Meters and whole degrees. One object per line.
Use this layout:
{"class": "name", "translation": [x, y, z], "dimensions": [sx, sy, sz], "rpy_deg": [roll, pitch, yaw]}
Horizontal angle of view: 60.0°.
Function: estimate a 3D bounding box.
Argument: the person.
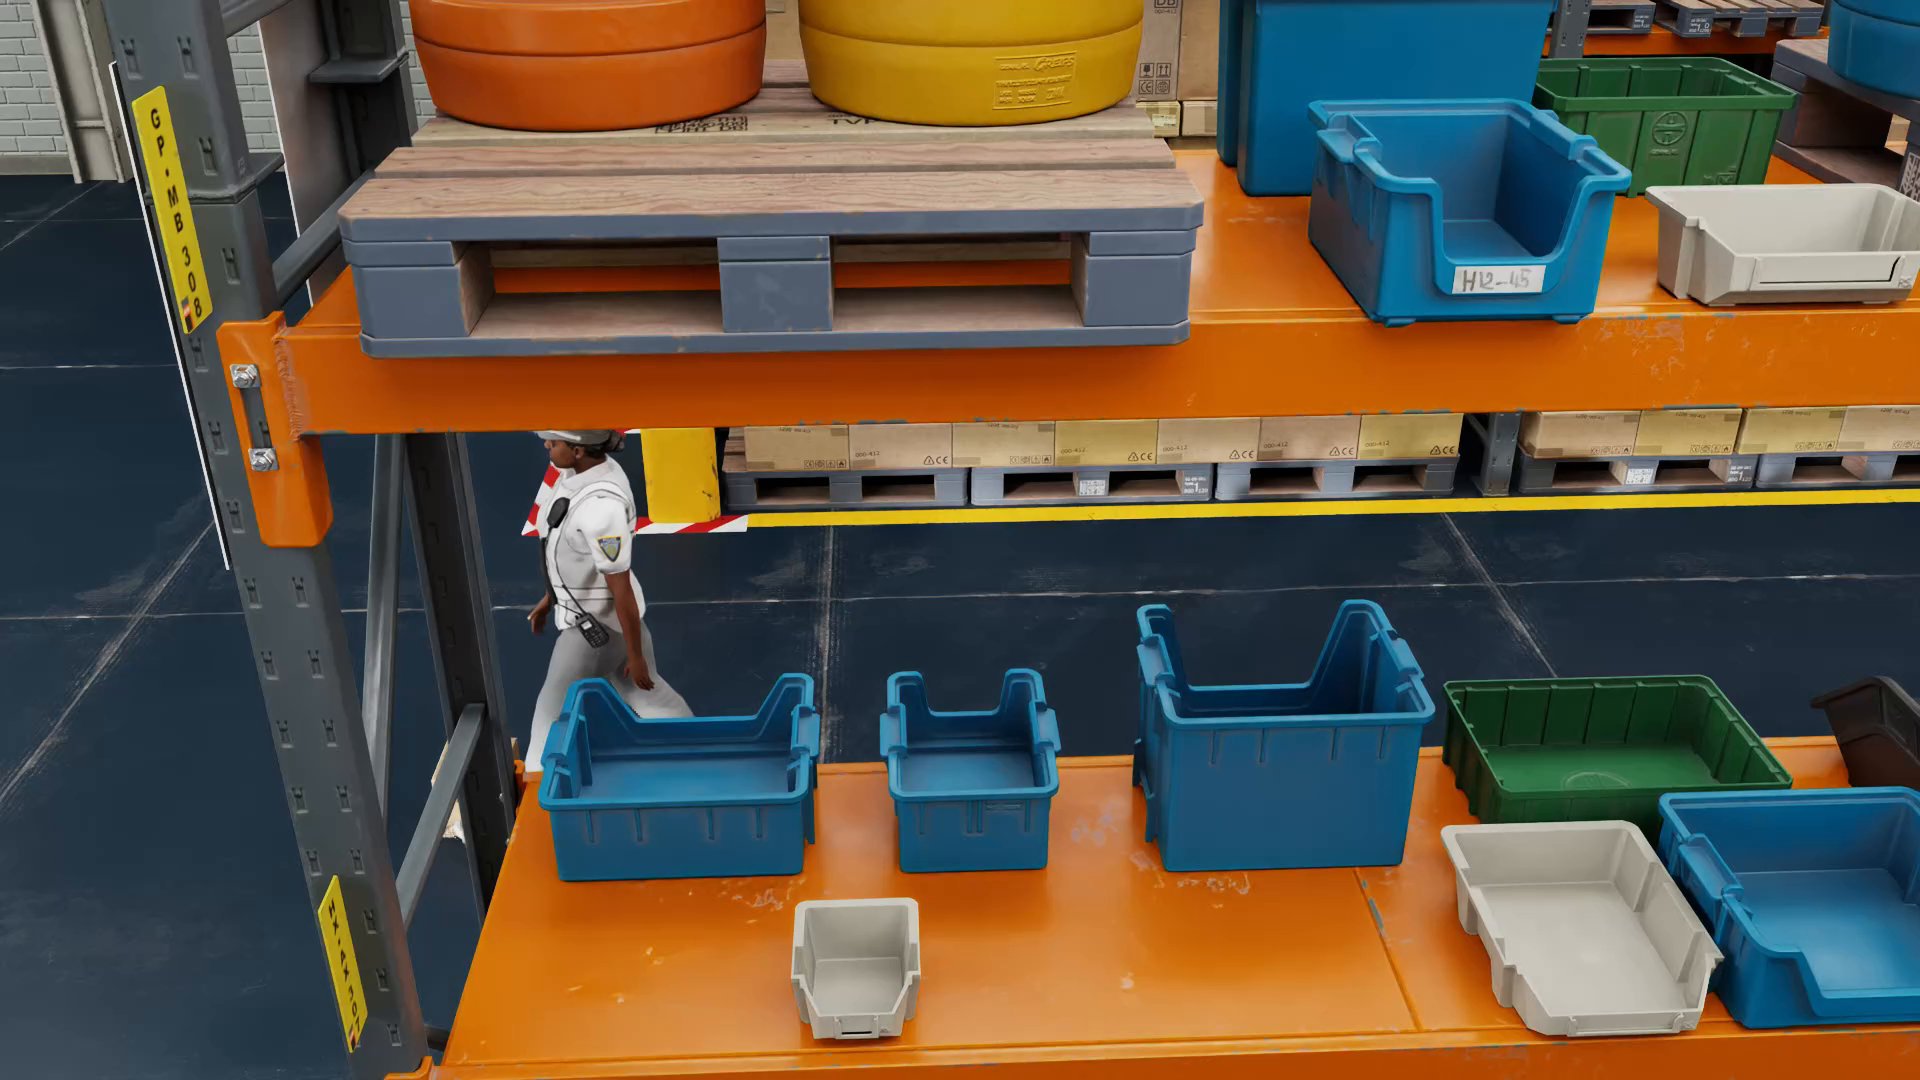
{"class": "person", "translation": [-1.313, 0.263, 5.612], "dimensions": [0.950, 1.631, 0.472], "rpy_deg": [-6, 28, -12]}
